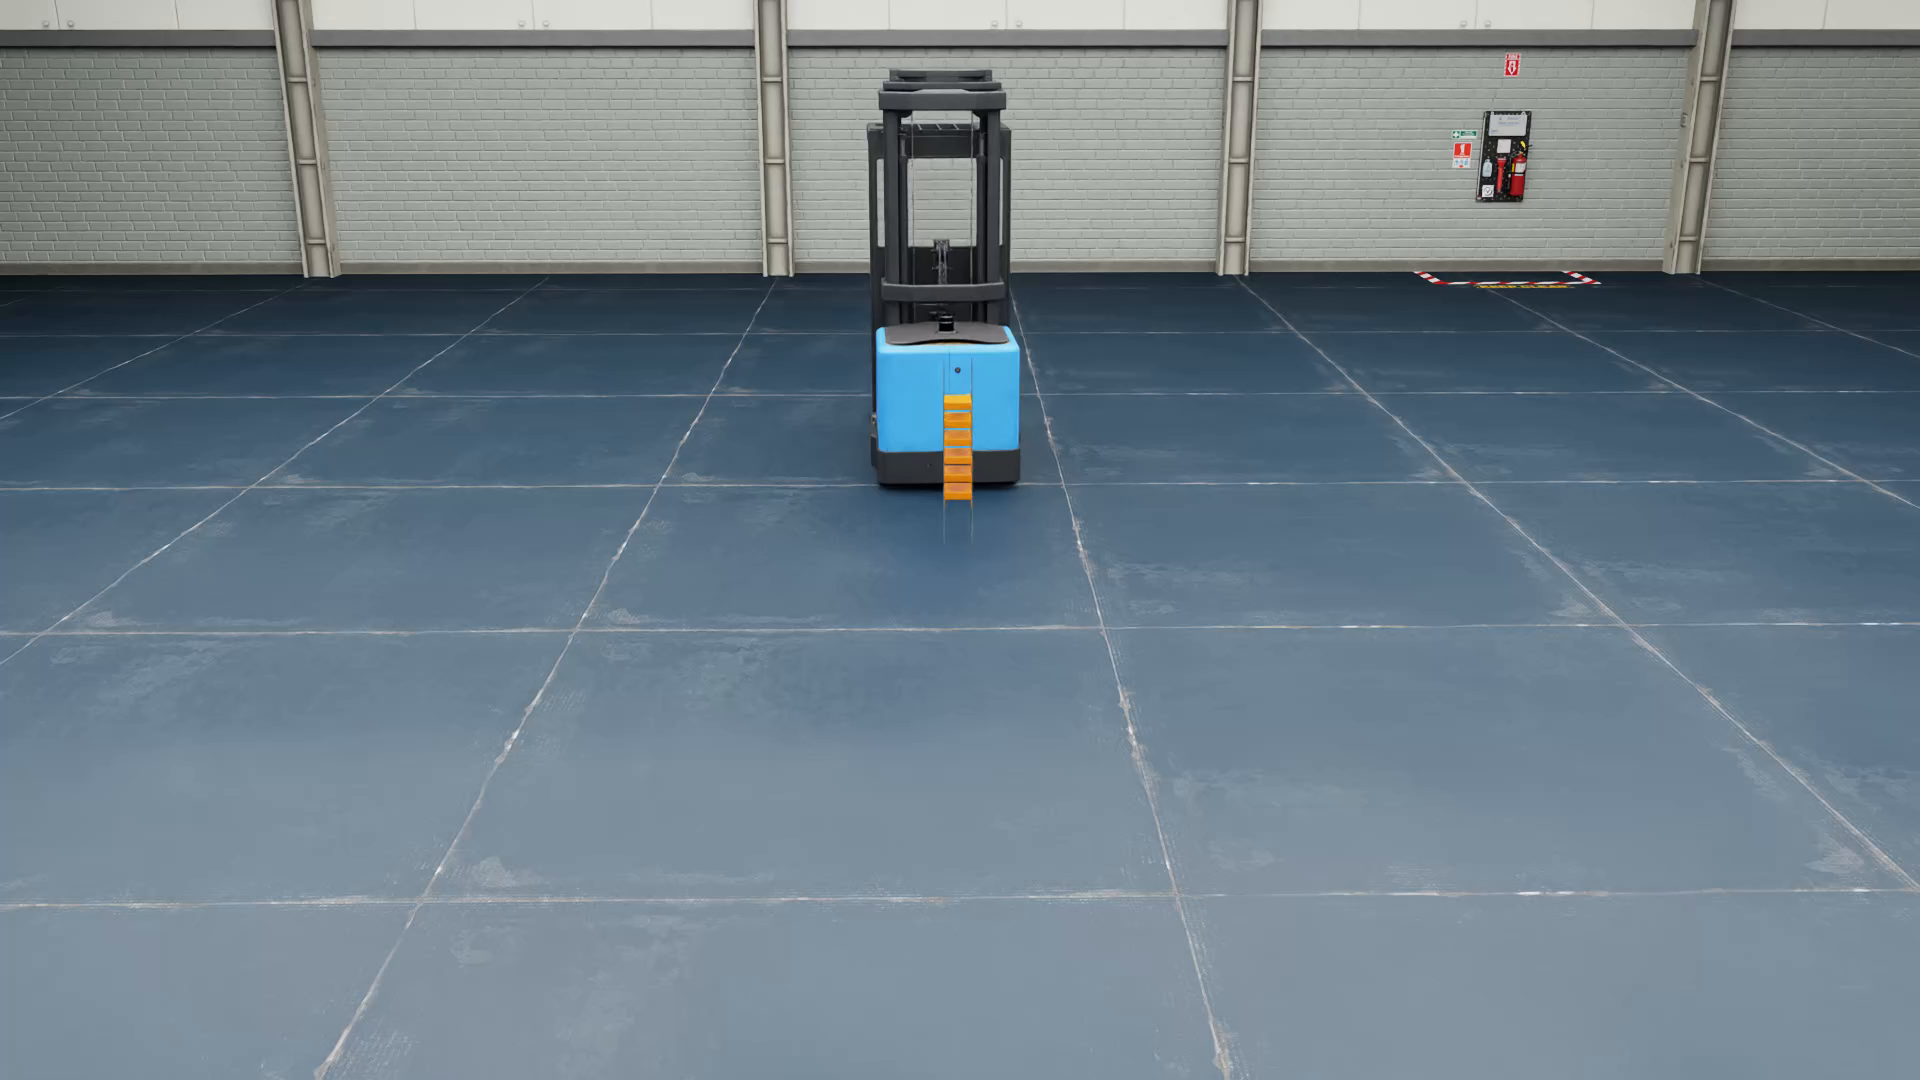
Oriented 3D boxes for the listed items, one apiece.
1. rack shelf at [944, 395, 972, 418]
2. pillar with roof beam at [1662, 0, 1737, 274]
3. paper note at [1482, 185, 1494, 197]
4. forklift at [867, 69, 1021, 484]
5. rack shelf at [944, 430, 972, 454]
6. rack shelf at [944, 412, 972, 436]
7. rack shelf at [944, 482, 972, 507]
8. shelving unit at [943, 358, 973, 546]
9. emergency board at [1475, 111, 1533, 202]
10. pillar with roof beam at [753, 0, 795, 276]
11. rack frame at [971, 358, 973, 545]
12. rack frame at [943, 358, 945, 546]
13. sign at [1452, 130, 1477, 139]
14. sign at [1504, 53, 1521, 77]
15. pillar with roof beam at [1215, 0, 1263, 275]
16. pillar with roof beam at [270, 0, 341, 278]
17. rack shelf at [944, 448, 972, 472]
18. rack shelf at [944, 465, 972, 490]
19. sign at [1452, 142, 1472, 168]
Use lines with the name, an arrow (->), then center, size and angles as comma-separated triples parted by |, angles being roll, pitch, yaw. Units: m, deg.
rack shelf -> -0.014, -0.872, 10.768 | 0.180, 0.103, 0.258 | 0, 18, -1
pillar with roof beam -> 9.676, -6.539, 16.698 | 0.400, 9.000, 9.100 | 0, 18, -1
paper note -> 6.958, -4.597, 21.910 | 0.142, 0.148, 0.016 | 0, 18, -1
forklift -> -0.171, -2.203, 13.115 | 1.130, 2.935, 3.031 | -1, 18, -4
rack shelf -> -0.014, -0.643, 10.841 | 0.180, 0.103, 0.258 | 0, 18, -1
rack shelf -> -0.014, -0.757, 10.804 | 0.180, 0.103, 0.258 | 0, 18, -1
rack shelf -> -0.014, -0.300, 10.951 | 0.180, 0.103, 0.258 | 0, 18, -1
shelving unit -> -0.014, -0.571, 10.864 | 0.189, 1.200, 0.258 | 0, 18, -1
emergency board -> 7.136, -4.997, 21.713 | 0.643, 1.169, 0.194 | 0, 18, -1
pillar with roof beam -> -2.323, -6.481, 16.518 | 0.400, 9.000, 9.100 | 0, 18, -1
rack frame -> 0.077, -0.572, 10.865 | 0.006, 1.200, 0.240 | 0, 18, -1
rack frame -> -0.106, -0.571, 10.863 | 0.006, 1.200, 0.240 | 0, 18, -1
sign -> 6.586, -5.292, 21.708 | 0.331, 0.109, 0.001 | 0, 18, -1
sign -> 7.126, -6.131, 21.453 | 0.199, 0.298, 0.001 | 0, 18, -1
pillar with roof beam -> 3.676, -6.510, 16.608 | 0.400, 9.000, 9.100 | 0, 18, -1
pillar with roof beam -> -8.322, -6.452, 16.428 | 0.400, 9.000, 9.100 | 0, 18, -1
rack shelf -> -0.014, -0.529, 10.878 | 0.180, 0.103, 0.258 | 0, 18, -1
rack shelf -> -0.014, -0.415, 10.914 | 0.180, 0.103, 0.258 | 0, 18, -1
sign -> 6.582, -5.042, 21.797 | 0.234, 0.329, 0.001 | 0, 18, -1
